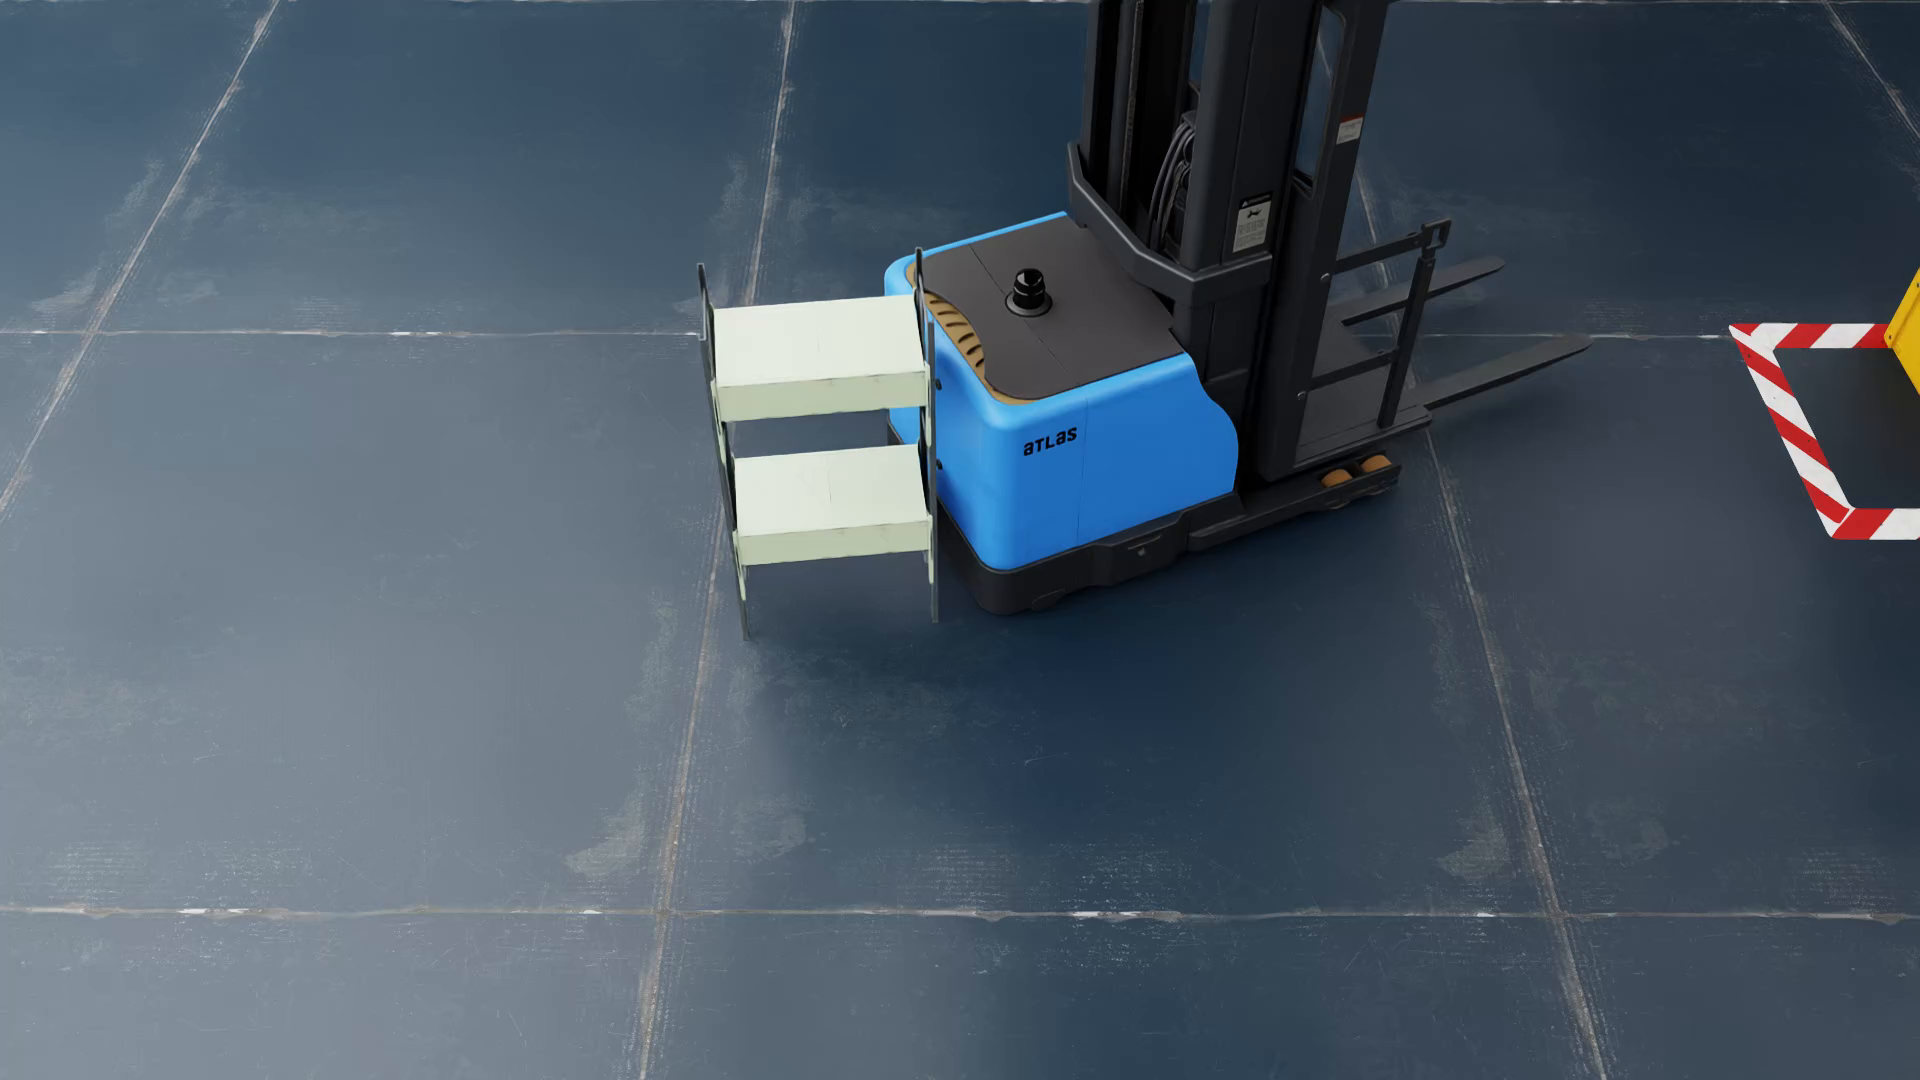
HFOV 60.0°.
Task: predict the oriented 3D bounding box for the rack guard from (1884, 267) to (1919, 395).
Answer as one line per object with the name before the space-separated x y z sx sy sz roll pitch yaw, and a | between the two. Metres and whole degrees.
rack guard | 4.397 -0.706 7.066 0.348 0.500 1.175 0 47 0

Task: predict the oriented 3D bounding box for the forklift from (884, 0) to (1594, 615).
forklift | 1.258 -1.458 6.105 3.031 2.935 1.130 -19 50 -17

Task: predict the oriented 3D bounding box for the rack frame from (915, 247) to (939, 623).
rack frame | -0.117 -0.334 6.037 0.023 1.500 0.400 -5 47 -5

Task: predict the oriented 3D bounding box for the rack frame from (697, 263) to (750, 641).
rack frame | -0.844 -0.271 5.977 0.023 1.500 0.400 -5 47 -5

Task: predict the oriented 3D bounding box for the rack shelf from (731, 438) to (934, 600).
rack shelf | -0.481 -0.080 6.245 0.720 0.370 0.431 -5 47 -5

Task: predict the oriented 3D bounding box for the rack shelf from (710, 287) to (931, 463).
rack shelf | -0.481 -0.568 5.721 0.720 0.370 0.431 -5 47 -5

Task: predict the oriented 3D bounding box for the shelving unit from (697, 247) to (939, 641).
shelving unit | -0.481 -0.302 6.007 0.755 1.500 0.431 -5 47 -5
